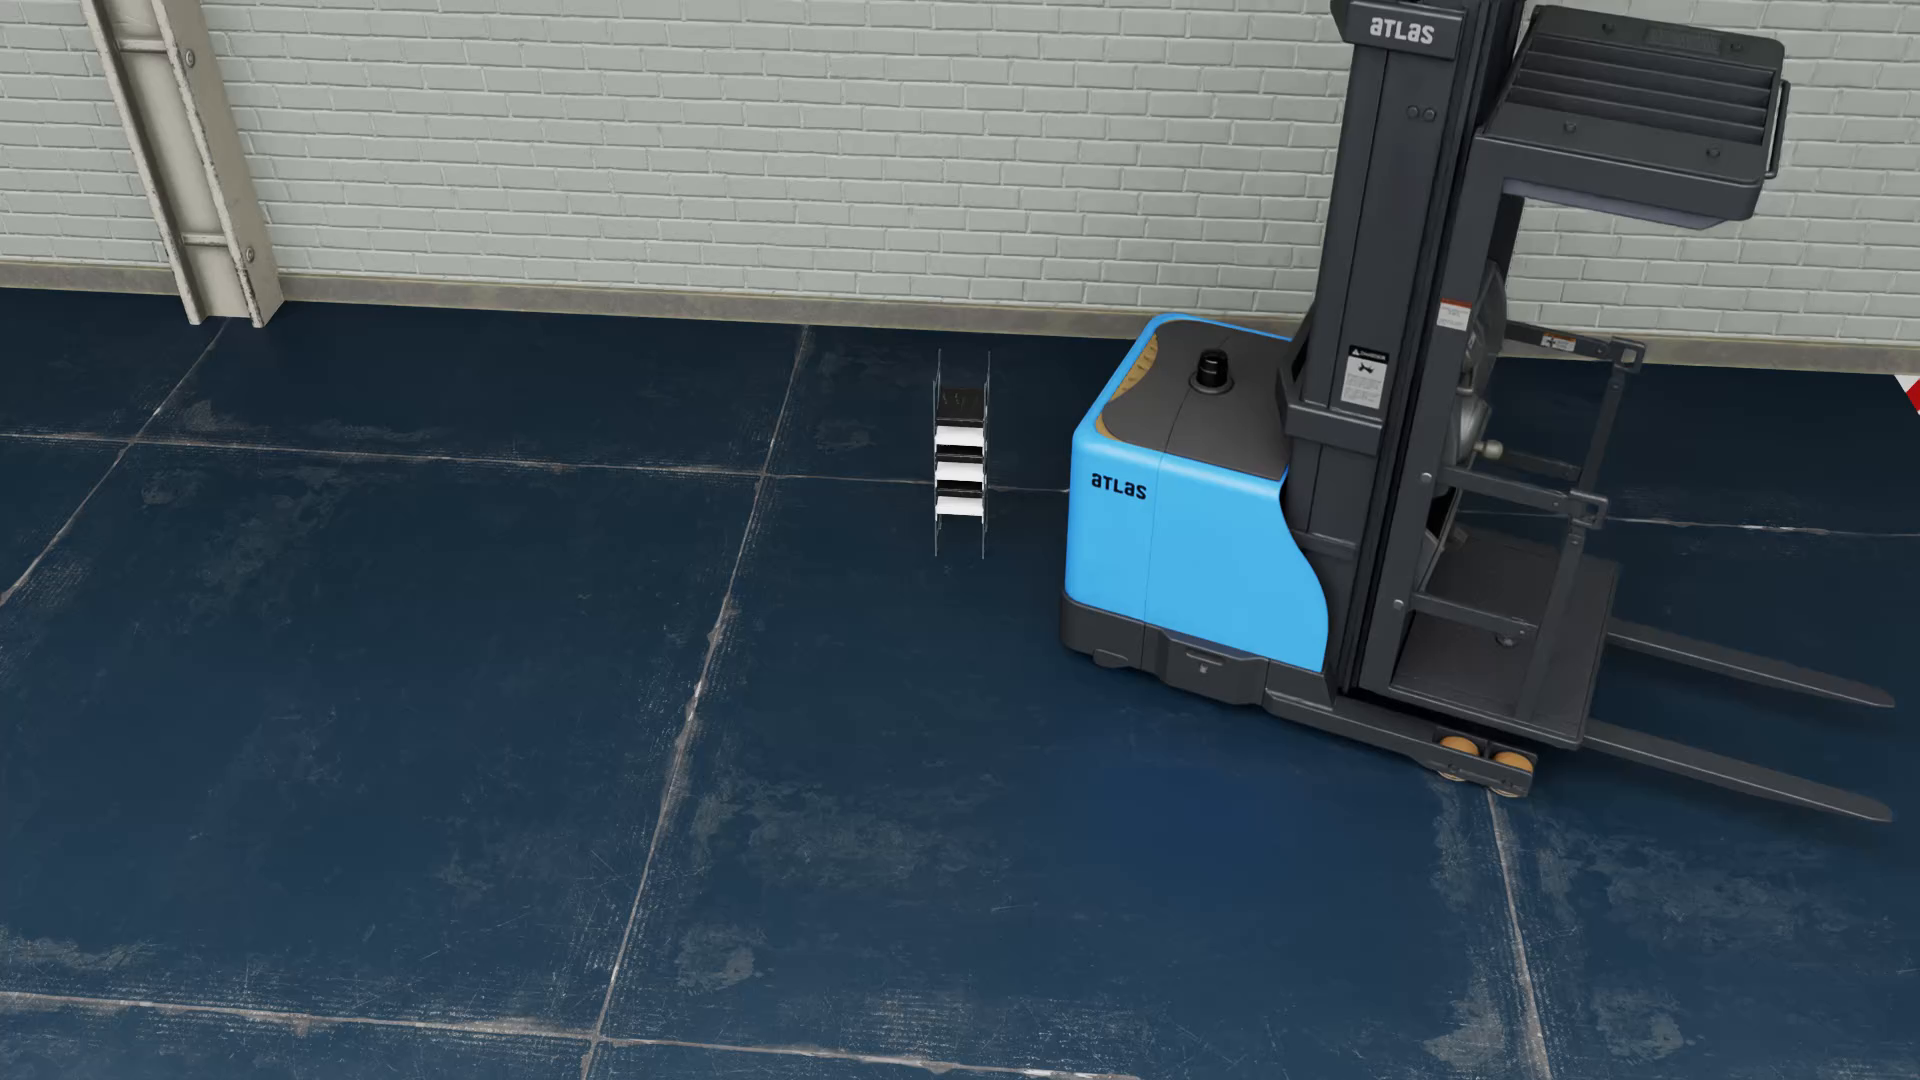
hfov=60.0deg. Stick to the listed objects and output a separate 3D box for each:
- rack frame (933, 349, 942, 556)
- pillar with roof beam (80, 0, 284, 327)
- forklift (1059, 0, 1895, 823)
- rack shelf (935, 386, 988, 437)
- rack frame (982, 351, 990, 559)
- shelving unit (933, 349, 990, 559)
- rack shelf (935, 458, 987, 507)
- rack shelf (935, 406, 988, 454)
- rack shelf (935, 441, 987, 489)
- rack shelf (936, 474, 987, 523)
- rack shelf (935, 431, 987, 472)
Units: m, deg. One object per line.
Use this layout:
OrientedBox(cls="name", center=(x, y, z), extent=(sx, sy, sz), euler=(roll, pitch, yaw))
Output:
OrientedBox(cls="rack frame", center=(-0.093, -0.354, 6.972), extent=(0.006, 0.900, 0.240), euler=(3, 39, 4))
OrientedBox(cls="pillar with roof beam", center=(-4.160, -1.989, 2.566), extent=(0.400, 9.000, 9.100), euler=(3, 39, 4))
OrientedBox(cls="forklift", center=(1.958, -0.580, 5.641), extent=(3.031, 2.935, 1.130), euler=(16, 42, 19))
OrientedBox(cls="rack shelf", center=(0.008, -0.532, 6.816), extent=(0.200, 0.077, 0.258), euler=(3, 39, 4))
OrientedBox(cls="rack frame", center=(0.109, -0.343, 6.959), extent=(0.006, 0.900, 0.240), euler=(3, 39, 4))
OrientedBox(cls="shelving unit", center=(0.008, -0.349, 6.965), extent=(0.210, 0.900, 0.258), euler=(3, 39, 4))
OrientedBox(cls="rack shelf", center=(0.008, -0.253, 7.043), extent=(0.200, 0.077, 0.258), euler=(3, 39, 4))
OrientedBox(cls="rack shelf", center=(0.008, -0.462, 6.873), extent=(0.200, 0.077, 0.258), euler=(3, 39, 4))
OrientedBox(cls="rack shelf", center=(0.008, -0.323, 6.986), extent=(0.200, 0.077, 0.258), euler=(3, 39, 4))
OrientedBox(cls="rack shelf", center=(0.008, -0.183, 7.100), extent=(0.200, 0.077, 0.258), euler=(3, 39, 4))
OrientedBox(cls="rack shelf", center=(0.008, -0.393, 6.930), extent=(0.200, 0.077, 0.258), euler=(3, 39, 4))
